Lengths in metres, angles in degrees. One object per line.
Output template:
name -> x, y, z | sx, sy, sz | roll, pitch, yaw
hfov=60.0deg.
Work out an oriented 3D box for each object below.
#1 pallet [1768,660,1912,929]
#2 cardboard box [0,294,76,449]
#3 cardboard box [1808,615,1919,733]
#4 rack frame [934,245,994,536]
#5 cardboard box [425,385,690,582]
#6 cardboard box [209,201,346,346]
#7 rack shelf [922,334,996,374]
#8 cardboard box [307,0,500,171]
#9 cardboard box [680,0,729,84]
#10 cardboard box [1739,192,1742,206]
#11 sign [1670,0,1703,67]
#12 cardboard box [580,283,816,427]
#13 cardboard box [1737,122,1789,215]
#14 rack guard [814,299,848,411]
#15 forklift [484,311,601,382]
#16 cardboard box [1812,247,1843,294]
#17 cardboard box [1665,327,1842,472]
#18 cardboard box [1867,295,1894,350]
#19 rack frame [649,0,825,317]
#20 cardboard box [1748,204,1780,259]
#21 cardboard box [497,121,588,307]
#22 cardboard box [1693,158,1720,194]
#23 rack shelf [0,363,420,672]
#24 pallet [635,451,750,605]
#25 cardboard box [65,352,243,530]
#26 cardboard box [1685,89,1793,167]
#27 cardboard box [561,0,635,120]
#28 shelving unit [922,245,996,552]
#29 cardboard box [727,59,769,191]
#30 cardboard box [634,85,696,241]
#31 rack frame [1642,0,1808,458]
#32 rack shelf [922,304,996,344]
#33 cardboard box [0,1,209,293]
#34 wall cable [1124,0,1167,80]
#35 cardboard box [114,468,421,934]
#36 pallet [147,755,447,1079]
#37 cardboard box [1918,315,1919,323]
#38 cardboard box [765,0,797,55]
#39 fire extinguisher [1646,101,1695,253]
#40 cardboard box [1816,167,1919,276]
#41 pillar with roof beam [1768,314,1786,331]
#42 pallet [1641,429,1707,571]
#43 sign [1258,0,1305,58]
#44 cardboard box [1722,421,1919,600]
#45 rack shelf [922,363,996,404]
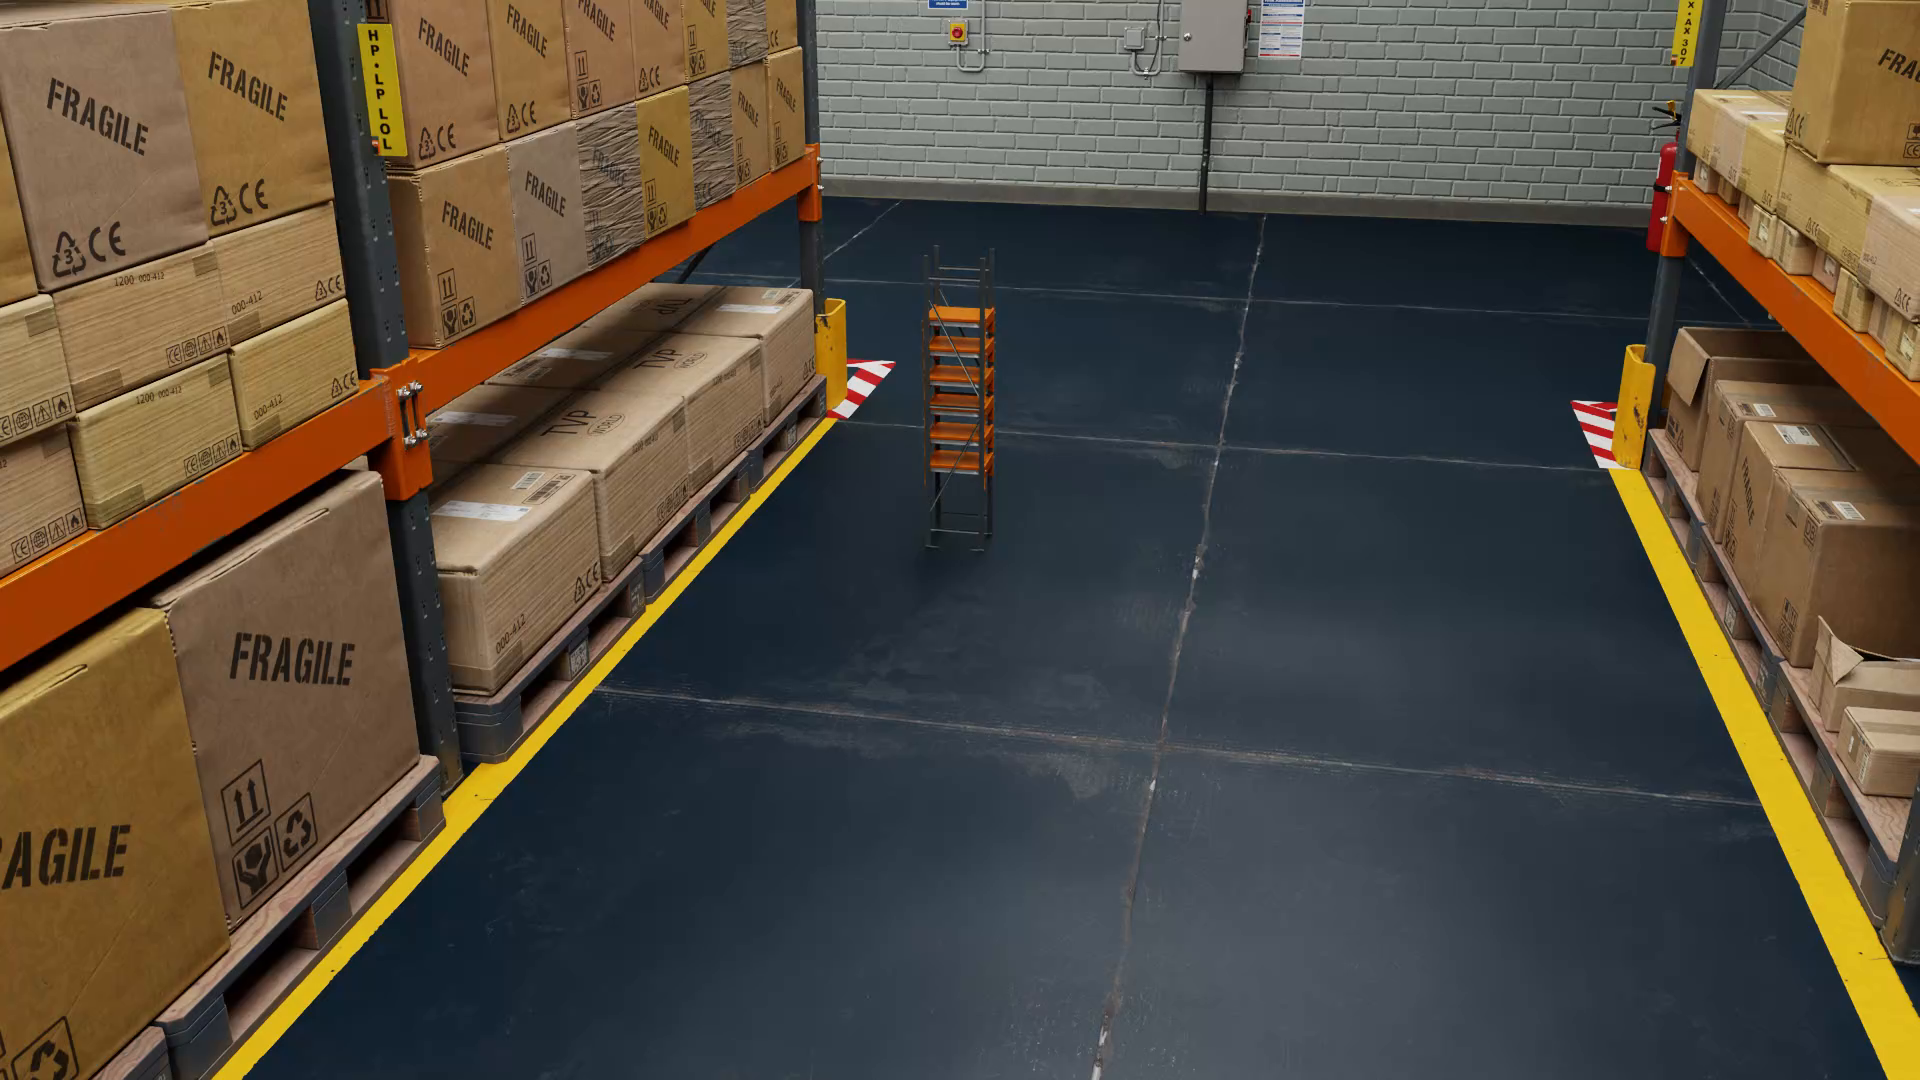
pallet -> 2.994, 0.738, 4.738 | 1.003, 0.211, 1.213 | 4, 22, 11
cardboard box -> -2.053, -0.291, 3.091 | 0.500, 0.250, 0.500 | 5, 22, 12
cardboard box -> 2.752, 0.412, 4.912 | 0.396, 0.266, 0.258 | 5, 23, 13
rack frame -> 0.016, -0.585, 6.699 | 0.240, 1.200, 0.006 | 4, 22, 11
cardboard box -> -1.592, -0.236, 6.293 | 0.875, 0.438, 0.875 | 4, 22, 9
cardboard box -> -1.859, -0.664, 4.018 | 0.500, 0.250, 0.500 | 4, 22, 11
rack shelf -> -0.003, -0.733, 6.543 | 0.258, 0.103, 0.180 | 4, 22, 11
cardboard box -> -1.673, -1.347, 4.711 | 0.500, 0.500, 0.500 | 5, 22, 11
cardboard box -> -1.238, -2.086, 6.545 | 0.500, 0.500, 0.500 | 4, 22, 11
cardboard box -> 3.307, -1.356, 6.542 | 0.380, 0.149, 0.250 | 4, 22, 10
sign -> 3.138, -2.210, 7.167 | 0.100, 0.325, 0.005 | 4, 22, 11
cardboard box -> -1.227, -0.901, 7.944 | 0.875, 0.438, 0.875 | 4, 22, 9
cardboard box -> 3.110, -1.320, 5.919 | 0.500, 0.250, 0.500 | 4, 22, 10
rack guard -> -1.186, -0.993, 8.651 | 1.175, 0.500, 0.348 | 4, 22, 11
forklift -> -3.293, -2.069, 8.068 | 1.130, 2.935, 3.031 | 15, 27, 34
cardboard box -> 3.003, -0.887, 5.376 | 0.380, 0.149, 0.250 | 4, 22, 11
cardboard box -> 3.452, -0.588, 7.077 | 0.797, 0.503, 0.637 | 4, 22, 9
cardboard box -> 2.812, -0.611, 4.692 | 0.380, 0.149, 0.250 | 5, 22, 12
rack frame -> -1.191, -2.144, 8.162 | 1.000, 3.000, 0.127 | 4, 22, 11
cardboard box -> 3.022, -1.084, 5.866 | 0.380, 0.149, 0.250 | 4, 22, 9
cardboard box -> -1.548, -1.063, 5.344 | 0.500, 0.500, 0.500 | 5, 22, 11
cardboard box -> 3.334, -1.551, 7.027 | 0.380, 0.149, 0.250 | 4, 22, 11
rack shelf -> -2.415, 0.384, 2.848 | 1.077, 0.370, 4.000 | 4, 22, 11
pallet -> -1.528, -0.107, 6.838 | 1.003, 0.211, 1.213 | 4, 22, 11
cardboard box -> -1.957, -0.242, 3.641 | 0.500, 0.250, 0.500 | 4, 22, 10
cardboard box -> 3.313, -1.690, 6.838 | 0.500, 0.250, 0.500 | 5, 22, 11
cardboard box -> -1.448, -1.718, 5.632 | 0.500, 0.500, 0.500 | 5, 22, 12
shelving unit -> -0.003, -0.551, 6.616 | 0.258, 1.200, 0.189 | 4, 22, 11
cardboard box -> -1.147, -1.812, 7.203 | 0.500, 0.500, 0.500 | 4, 22, 10
cardboard box -> -1.335, -1.433, 6.262 | 0.500, 0.500, 0.500 | 5, 22, 13
rack frame -> 3.669, -1.767, 7.226 | 1.000, 3.000, 0.127 | 4, 22, 11
rack shelf -> -0.003, -0.844, 6.498 | 0.258, 0.103, 0.180 | 4, 22, 11
cardboard box -> -1.951, -0.819, 3.400 | 0.500, 0.500, 0.500 | 5, 22, 12
wall cable -> 1.328, -4.576, 12.840 | 0.588, 1.984, 0.122 | 4, 22, 11
cardboard box -> -2.055, 0.342, 4.270 | 0.875, 0.875, 0.875 | 5, 23, 13
pallet -> -2.091, 0.900, 4.336 | 1.003, 0.211, 1.213 | 4, 22, 11
cardboard box -> 2.718, -0.578, 4.075 | 0.500, 0.250, 0.500 | 5, 22, 12
cardboard box -> -1.056, -2.460, 7.474 | 0.500, 0.500, 0.500 | 5, 23, 13
fire extinguisher -> 3.247, -1.647, 7.531 | 0.296, 0.674, 0.183 | 4, 22, 11
cardboard box -> 2.921, -0.943, 4.983 | 0.500, 0.250, 0.500 | 4, 22, 11
pillar with roof beam -> 0.887, -5.795, 9.198 | 9.100, 9.000, 0.400 | 4, 22, 11
pallet -> 3.492, -0.154, 6.954 | 1.003, 0.211, 1.213 | 4, 22, 11
sign -> 2.490, -3.989, 12.869 | 0.329, 0.494, 0.001 | 4, 22, 11
cardboard box -> 3.033, -0.091, 5.847 | 0.500, 0.500, 0.500 | 5, 22, 12
rack shelf -> -0.003, -0.621, 6.588 | 0.258, 0.103, 0.180 | 4, 22, 11
